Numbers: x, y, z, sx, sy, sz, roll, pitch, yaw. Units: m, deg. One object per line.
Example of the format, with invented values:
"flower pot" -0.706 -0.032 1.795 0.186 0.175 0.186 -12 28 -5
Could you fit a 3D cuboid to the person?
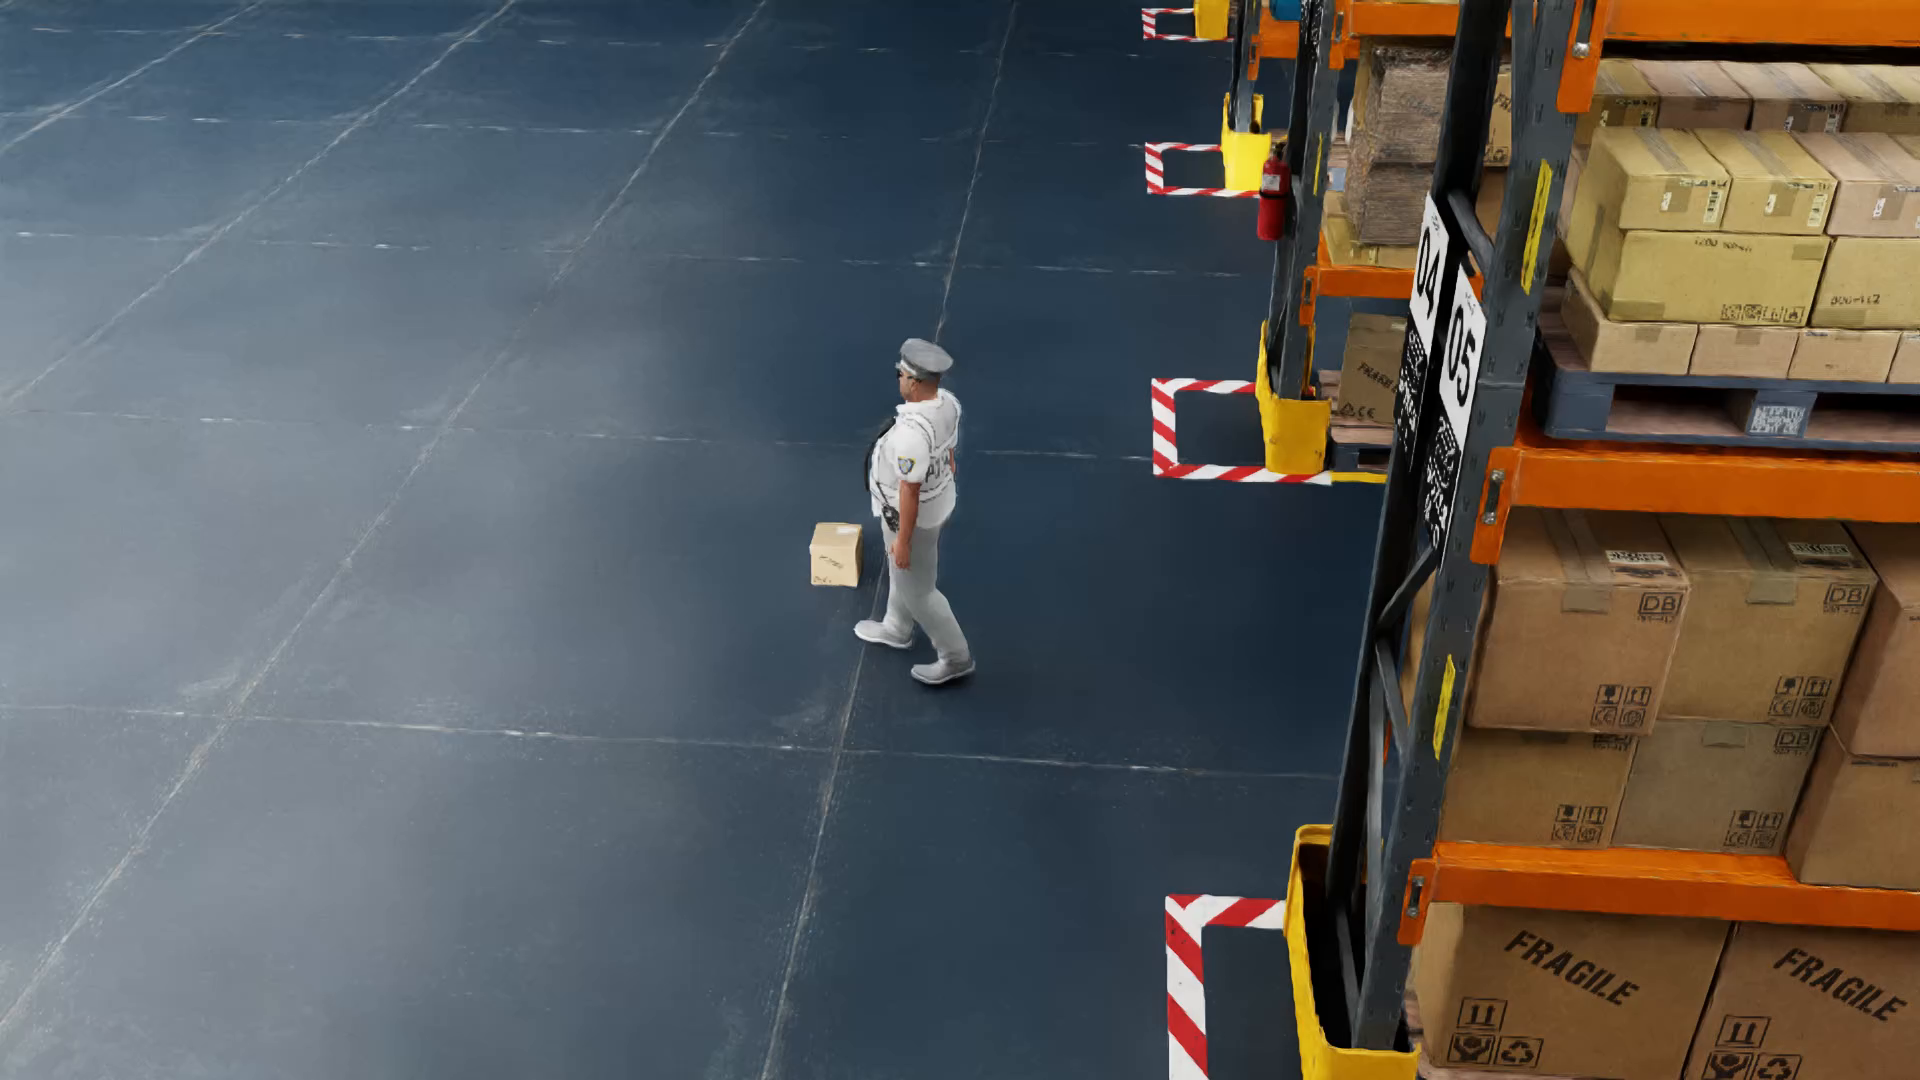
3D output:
"person" -0.242 -0.146 8.050 0.735 1.755 0.570 11 33 16
